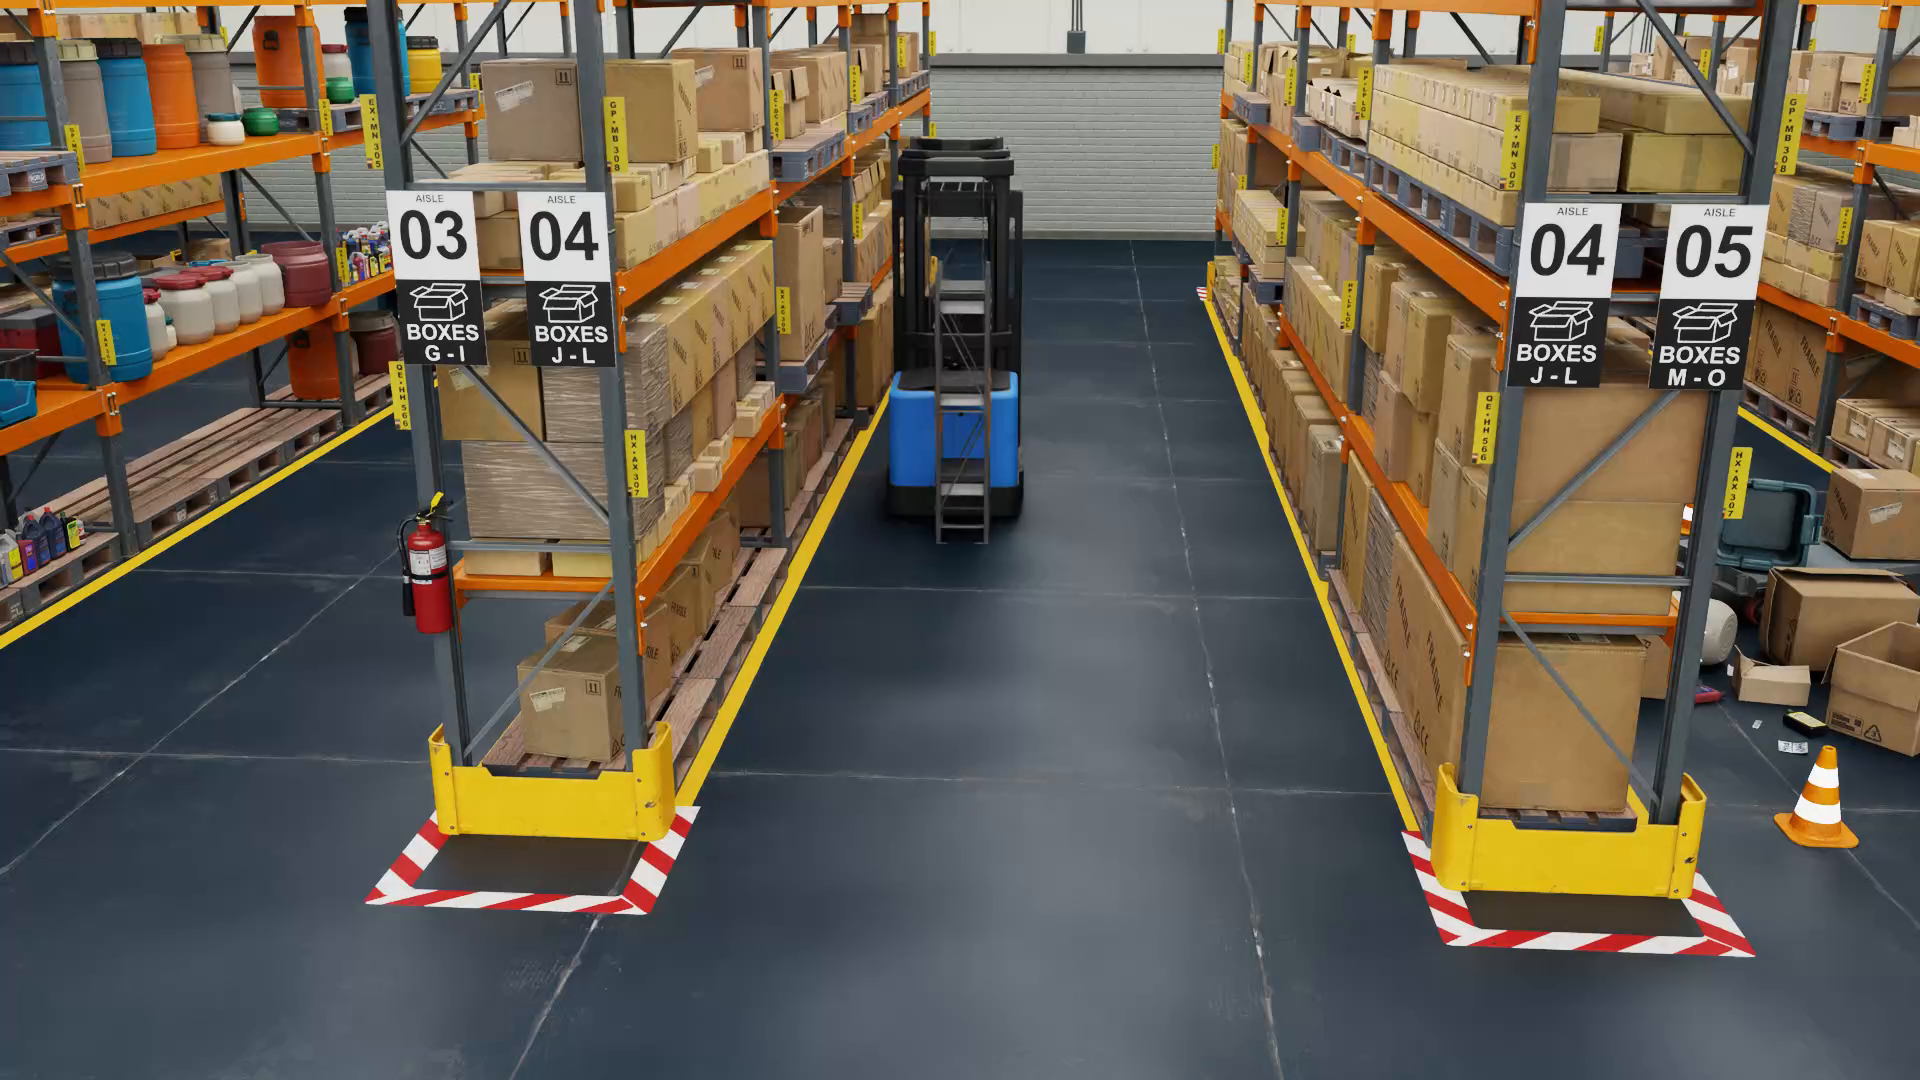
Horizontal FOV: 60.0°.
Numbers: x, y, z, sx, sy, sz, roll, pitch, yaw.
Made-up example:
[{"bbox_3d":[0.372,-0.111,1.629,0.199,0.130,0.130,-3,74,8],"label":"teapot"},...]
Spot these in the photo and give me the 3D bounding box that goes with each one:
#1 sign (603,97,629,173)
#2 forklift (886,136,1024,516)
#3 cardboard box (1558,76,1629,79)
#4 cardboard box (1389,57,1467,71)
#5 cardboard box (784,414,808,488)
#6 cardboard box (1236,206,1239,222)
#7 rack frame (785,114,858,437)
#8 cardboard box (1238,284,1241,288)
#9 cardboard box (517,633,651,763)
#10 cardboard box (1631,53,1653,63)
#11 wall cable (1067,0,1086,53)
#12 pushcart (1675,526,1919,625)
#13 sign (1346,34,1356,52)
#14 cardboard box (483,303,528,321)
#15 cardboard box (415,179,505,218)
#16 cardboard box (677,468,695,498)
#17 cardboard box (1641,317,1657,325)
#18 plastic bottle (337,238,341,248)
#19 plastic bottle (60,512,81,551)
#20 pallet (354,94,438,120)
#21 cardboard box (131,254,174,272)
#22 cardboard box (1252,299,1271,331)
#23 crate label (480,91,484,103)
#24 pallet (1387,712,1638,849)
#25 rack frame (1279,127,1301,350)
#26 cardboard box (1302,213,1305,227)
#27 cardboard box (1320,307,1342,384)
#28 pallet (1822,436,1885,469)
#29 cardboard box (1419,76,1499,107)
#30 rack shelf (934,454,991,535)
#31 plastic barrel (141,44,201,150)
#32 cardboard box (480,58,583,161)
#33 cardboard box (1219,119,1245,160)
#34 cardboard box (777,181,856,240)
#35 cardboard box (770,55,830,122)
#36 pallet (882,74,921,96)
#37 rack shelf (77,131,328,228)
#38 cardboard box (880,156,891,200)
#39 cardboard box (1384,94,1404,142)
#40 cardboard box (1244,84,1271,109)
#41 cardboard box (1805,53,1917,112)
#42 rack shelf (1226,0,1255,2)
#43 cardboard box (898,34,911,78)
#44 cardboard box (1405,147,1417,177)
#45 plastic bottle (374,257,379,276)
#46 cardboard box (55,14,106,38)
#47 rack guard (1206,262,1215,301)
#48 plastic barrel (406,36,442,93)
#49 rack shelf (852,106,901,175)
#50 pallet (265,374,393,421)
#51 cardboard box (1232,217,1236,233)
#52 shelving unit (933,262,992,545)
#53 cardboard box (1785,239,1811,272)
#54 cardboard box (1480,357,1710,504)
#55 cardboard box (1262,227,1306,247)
[{"bbox_3d":[-1.523,-1.787,7.339,0.100,0.325,0.005,1,18,4],"label":"sign"},{"bbox_3d":[-0.015,-1.989,14.286,1.130,2.935,3.031,0,18,1],"label":"forklift"},{"bbox_3d":[3.346,-2.398,8.896,0.380,0.149,0.250,2,18,5],"label":"cardboard box"},{"bbox_3d":[3.604,-3.475,12.898,0.500,0.500,0.500,1,18,4],"label":"cardboard box"},{"bbox_3d":[-1.619,-0.734,13.653,0.700,0.500,0.500,0,18,-1],"label":"cardboard box"},{"bbox_3d":[3.233,-3.572,18.259,0.380,0.149,0.250,1,18,3],"label":"cardboard box"},{"bbox_3d":[-1.490,-2.443,15.562,1.000,3.000,0.127,1,18,4],"label":"rack frame"},{"bbox_3d":[3.588,-3.024,20.282,0.380,0.149,0.250,2,18,6],"label":"cardboard box"},{"bbox_3d":[-2.002,0.836,8.894,0.500,0.500,0.500,5,19,14],"label":"cardboard box"},{"bbox_3d":[9.025,-6.166,21.512,0.500,0.250,0.500,0,18,-1],"label":"cardboard box"},{"bbox_3d":[2.926,-10.987,26.834,2.277,5.999,0.120,1,18,4],"label":"wall cable"},{"bbox_3d":[5.830,0.231,11.612,1.648,0.377,0.936,-5,19,-15],"label":"pushcart"},{"bbox_3d":[4.290,-5.390,18.276,0.100,0.325,0.005,1,18,4],"label":"sign"},{"bbox_3d":[-2.241,-0.954,8.774,0.500,0.500,0.500,1,18,4],"label":"cardboard box"},{"bbox_3d":[-2.355,-1.595,7.758,0.380,0.149,0.250,1,18,4],"label":"cardboard box"},{"bbox_3d":[-1.723,-0.311,9.457,0.380,0.149,0.250,1,18,4],"label":"cardboard box"},{"bbox_3d":[8.897,-2.917,20.448,0.875,0.438,0.875,1,18,2],"label":"cardboard box"},{"bbox_3d":[-6.588,-3.043,17.579,0.061,0.283,0.133,1,18,4],"label":"plastic bottle"},{"bbox_3d":[-6.423,-0.073,11.984,0.061,0.283,0.133,2,18,7],"label":"plastic bottle"},{"bbox_3d":[-6.181,-4.534,17.428,1.003,0.211,1.213,1,18,4],"label":"pallet"},{"bbox_3d":[-10.954,-3.514,22.133,0.797,0.503,0.637,1,18,4],"label":"cardboard box"},{"bbox_3d":[3.343,-2.364,17.456,0.500,0.250,0.500,2,18,6],"label":"cardboard box"},{"bbox_3d":[-5.820,-5.242,19.709,0.293,0.136,0.466,1,18,4],"label":"crate label"},{"bbox_3d":[2.856,1.259,8.743,1.003,0.211,1.213,1,18,4],"label":"pallet"},{"bbox_3d":[3.450,-2.301,15.128,1.000,3.000,0.127,1,18,4],"label":"rack frame"},{"bbox_3d":[3.851,-3.393,17.712,0.380,0.149,0.250,1,18,2],"label":"cardboard box"},{"bbox_3d":[2.970,-1.431,12.313,0.500,0.500,0.500,1,18,3],"label":"cardboard box"},{"bbox_3d":[8.337,-0.654,14.580,1.003,0.211,1.213,1,18,4],"label":"pallet"},{"bbox_3d":[2.689,-2.413,8.940,0.380,0.149,0.250,1,18,4],"label":"cardboard box"},{"bbox_3d":[0.024,-0.361,12.944,0.431,0.518,0.480,0,18,1],"label":"rack shelf"},{"bbox_3d":[-6.753,-3.730,13.982,0.600,0.830,0.708,1,18,4],"label":"plastic barrel"},{"bbox_3d":[-2.205,-2.297,8.859,0.500,0.500,0.500,1,18,4],"label":"cardboard box"},{"bbox_3d":[3.726,-5.316,22.086,0.500,0.500,0.500,1,18,4],"label":"cardboard box"},{"bbox_3d":[-1.422,-3.194,16.082,0.797,0.503,0.637,2,18,6],"label":"cardboard box"},{"bbox_3d":[-1.352,-3.687,13.577,0.500,0.500,0.500,2,18,5],"label":"cardboard box"},{"bbox_3d":[-1.044,-5.700,20.828,1.003,0.211,1.213,1,18,4],"label":"pallet"},{"bbox_3d":[-6.574,-3.016,13.649,1.077,0.370,4.000,1,18,4],"label":"rack shelf"},{"bbox_3d":[-0.914,-4.255,19.650,0.500,0.500,0.500,1,18,4],"label":"cardboard box"},{"bbox_3d":[2.814,-2.499,9.843,0.500,0.250,0.500,1,18,3],"label":"cardboard box"},{"bbox_3d":[3.502,-5.056,18.959,0.500,0.250,0.500,2,18,5],"label":"cardboard box"},{"bbox_3d":[8.276,-4.206,15.290,0.700,0.500,0.500,0,18,1],"label":"cardboard box"},{"bbox_3d":[3.880,-6.672,19.994,1.077,0.370,4.000,1,18,4],"label":"rack shelf"},{"bbox_3d":[-0.985,-5.976,20.531,0.700,0.500,0.500,2,18,6],"label":"cardboard box"},{"bbox_3d":[2.708,-2.111,9.299,0.380,0.149,0.250,1,18,4],"label":"cardboard box"},{"bbox_3d":[-5.999,-2.807,16.991,0.097,0.201,0.097,0,18,0],"label":"plastic bottle"},{"bbox_3d":[-10.910,-6.160,20.321,0.700,0.500,0.500,1,18,4],"label":"cardboard box"},{"bbox_3d":[4.018,-3.574,23.028,1.175,0.500,0.348,1,18,4],"label":"rack guard"},{"bbox_3d":[-6.007,-5.222,18.250,0.600,0.588,0.600,0,18,0],"label":"plastic barrel"},{"bbox_3d":[-1.347,-4.148,17.102,1.077,0.370,4.000,1,18,4],"label":"rack shelf"},{"bbox_3d":[-6.415,-1.474,17.084,1.003,0.211,1.213,1,18,4],"label":"pallet"},{"bbox_3d":[3.249,-3.511,18.551,0.380,0.149,0.250,0,18,1],"label":"cardboard box"},{"bbox_3d":[0.024,-1.039,12.722,0.431,2.100,0.503,0,18,1],"label":"shelving unit"},{"bbox_3d":[8.209,-2.704,15.795,0.500,0.250,0.500,1,18,2],"label":"cardboard box"},{"bbox_3d":[2.941,-0.515,7.703,0.875,0.550,0.550,1,18,4],"label":"cardboard box"},{"bbox_3d":[3.028,-2.826,15.505,0.380,0.149,0.250,1,18,2],"label":"cardboard box"}]
